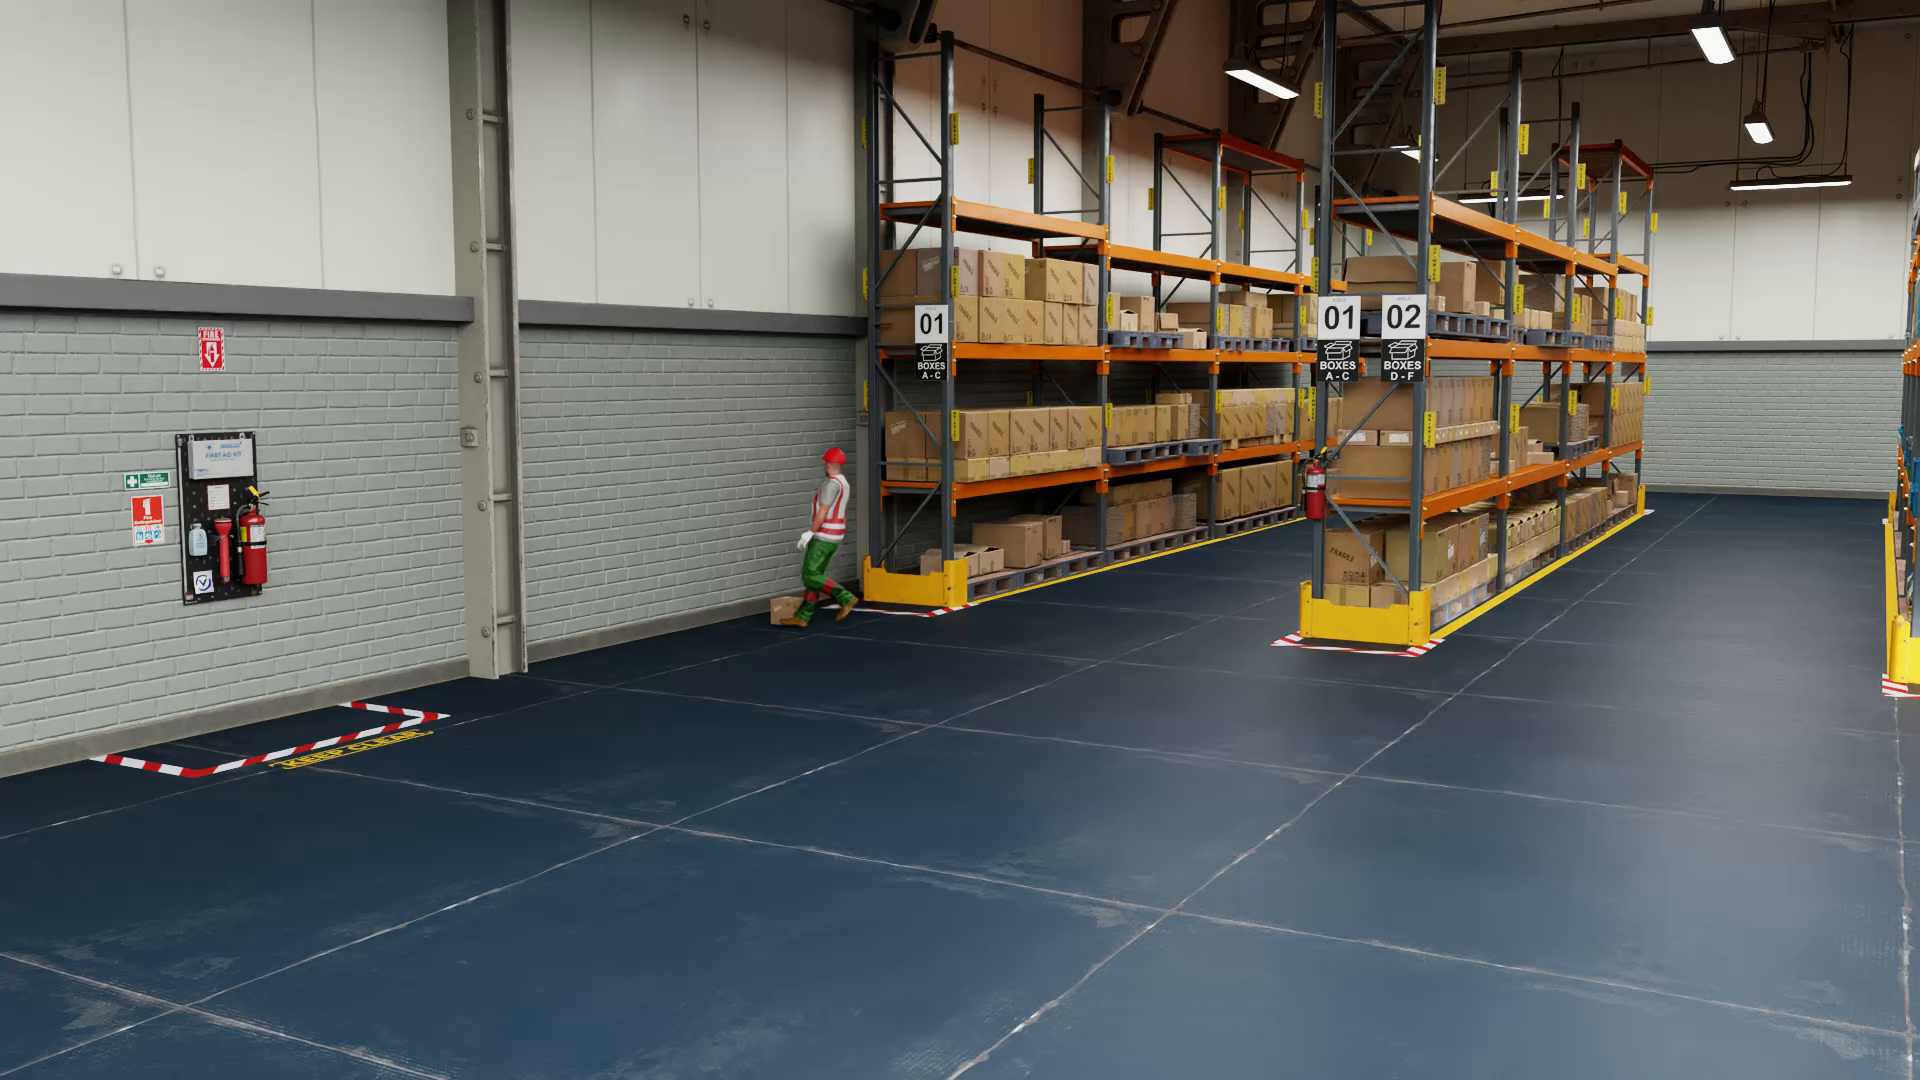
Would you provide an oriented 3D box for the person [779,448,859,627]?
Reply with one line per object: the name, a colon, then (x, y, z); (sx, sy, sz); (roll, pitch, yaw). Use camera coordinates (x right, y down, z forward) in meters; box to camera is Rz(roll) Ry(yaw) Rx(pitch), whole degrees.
person: (-1.383, -0.015, 16.198); (0.825, 1.755, 0.631); (1, 6, 12)
